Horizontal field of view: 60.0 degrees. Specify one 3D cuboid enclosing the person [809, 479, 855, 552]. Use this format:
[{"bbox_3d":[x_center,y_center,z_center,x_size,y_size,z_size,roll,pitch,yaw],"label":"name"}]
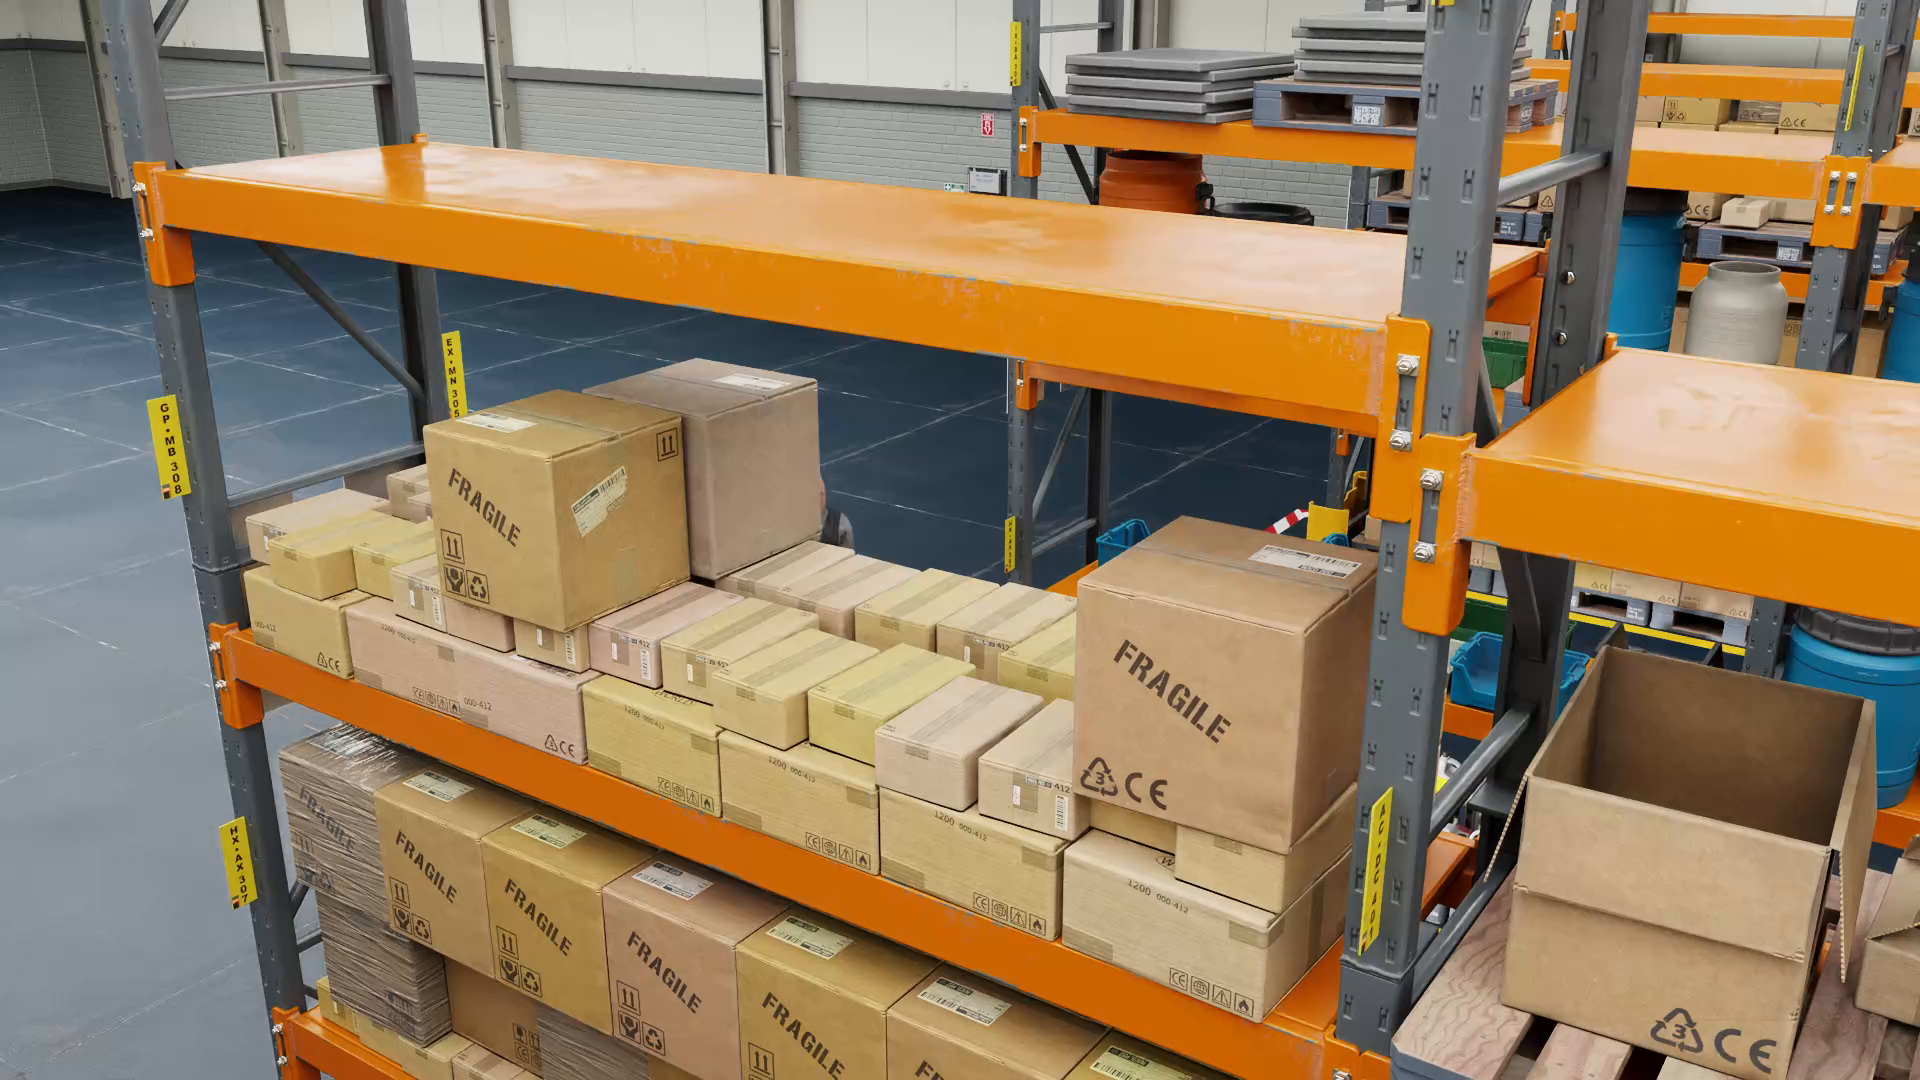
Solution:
[{"bbox_3d":[-0.968,0.387,11.043,0.565,1.724,0.779,-5,20,-13],"label":"person"}]
